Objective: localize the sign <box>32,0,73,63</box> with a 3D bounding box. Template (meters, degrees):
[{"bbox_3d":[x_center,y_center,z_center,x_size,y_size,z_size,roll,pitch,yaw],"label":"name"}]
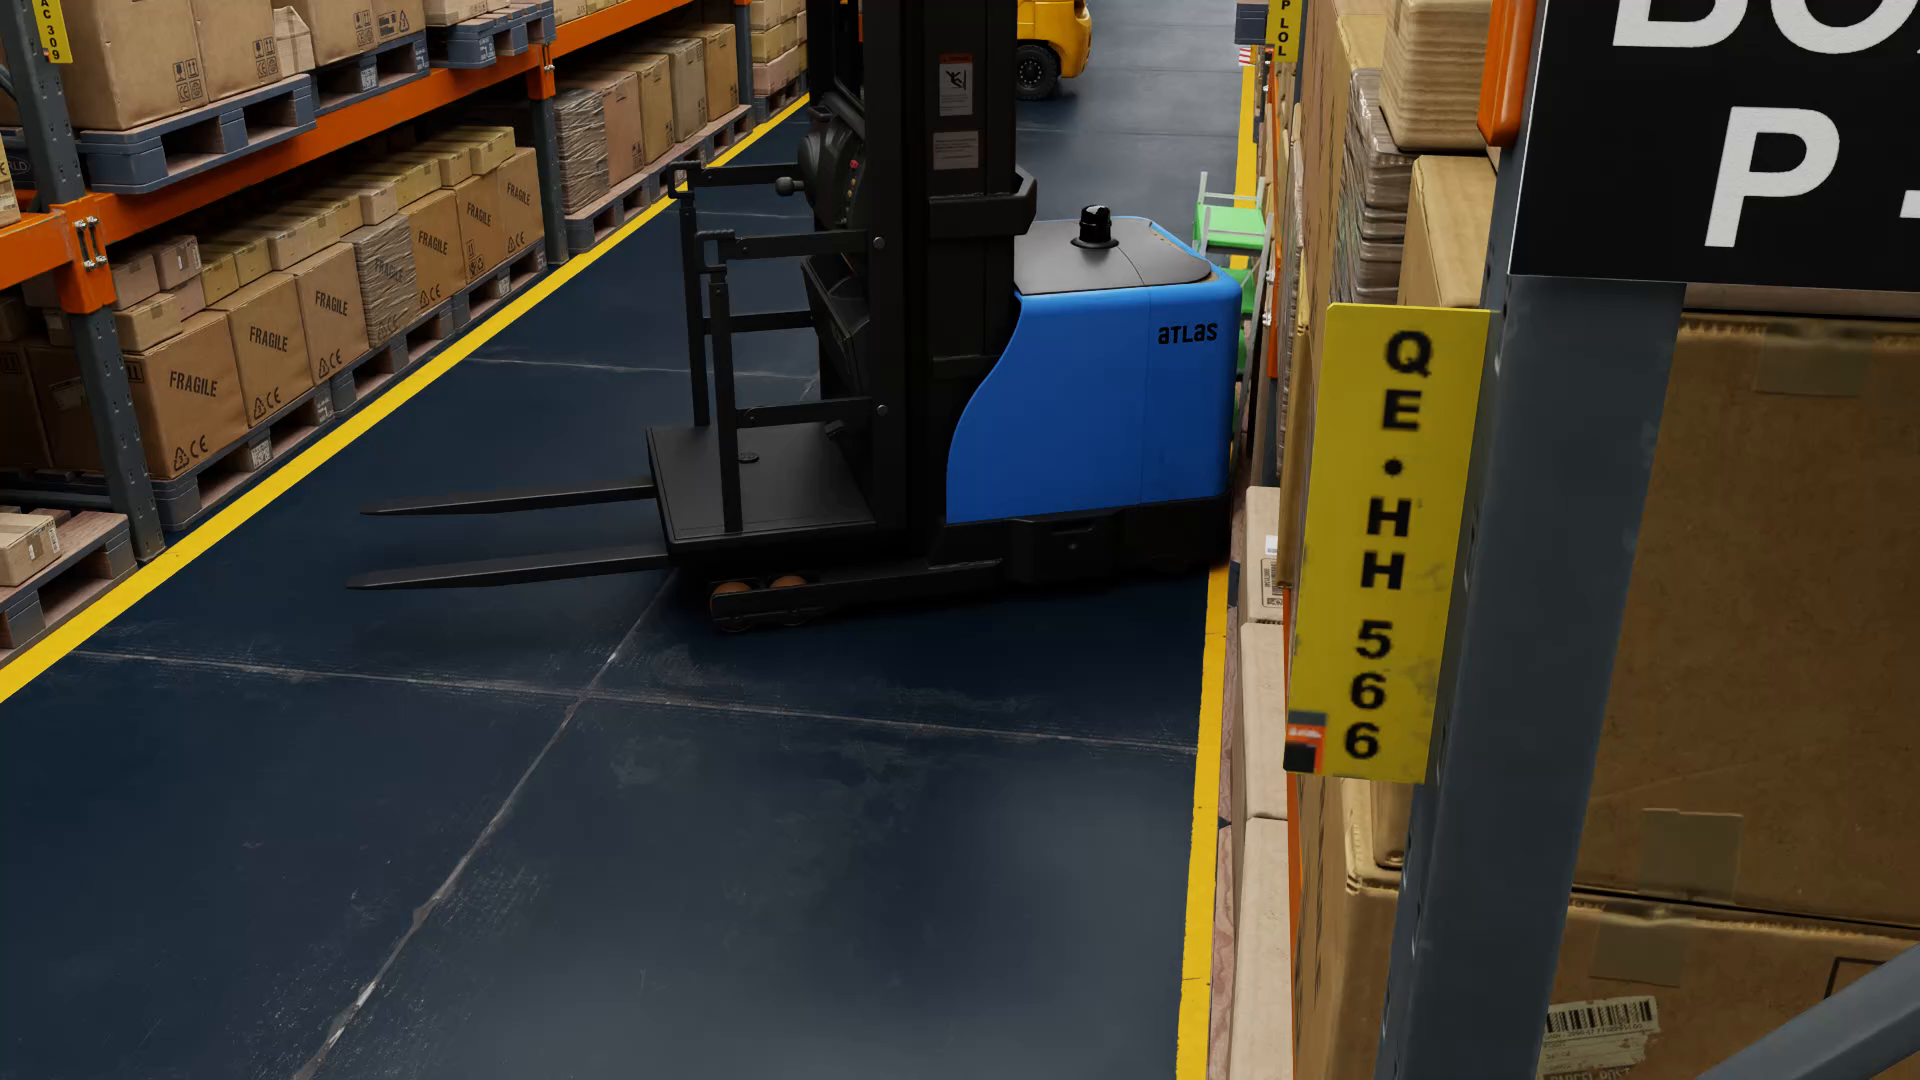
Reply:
[{"bbox_3d":[-2.908,-1.687,5.294,0.100,0.325,0.005,4,25,9],"label":"sign"}]

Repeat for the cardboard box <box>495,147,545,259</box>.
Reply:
[{"bbox_3d":[-2.648,-1.868,9.156,0.500,0.500,0.500,5,26,10],"label":"cardboard box"}]

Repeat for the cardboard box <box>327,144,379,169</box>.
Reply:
[{"bbox_3d":[-3.215,-1.938,8.541,0.380,0.149,0.250,4,25,9],"label":"cardboard box"}]

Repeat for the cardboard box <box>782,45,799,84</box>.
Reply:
[{"bbox_3d":[-1.664,-4.013,14.032,0.500,0.250,0.500,3,25,7],"label":"cardboard box"}]

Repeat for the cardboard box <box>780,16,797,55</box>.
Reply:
[{"bbox_3d":[-1.673,-4.238,13.924,0.500,0.250,0.500,4,25,8],"label":"cardboard box"}]

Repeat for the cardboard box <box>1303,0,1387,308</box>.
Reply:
[{"bbox_3d":[0.868,-0.667,2.840,0.500,0.500,0.500,4,25,8],"label":"cardboard box"}]

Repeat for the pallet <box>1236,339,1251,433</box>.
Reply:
[{"bbox_3d":[1.702,-0.563,7.205,1.003,0.211,1.213,4,25,9],"label":"pallet"}]

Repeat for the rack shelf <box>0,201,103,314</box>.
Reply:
[{"bbox_3d":[-3.771,-0.167,3.916,1.077,0.370,4.000,4,25,9],"label":"rack shelf"}]

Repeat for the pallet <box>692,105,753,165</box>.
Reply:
[{"bbox_3d":[-2.219,-3.101,12.626,1.003,0.211,1.213,4,25,9],"label":"pallet"}]

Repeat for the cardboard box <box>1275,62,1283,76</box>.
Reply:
[{"bbox_3d":[1.505,-1.988,6.547,0.500,0.250,0.500,4,25,9],"label":"cardboard box"}]

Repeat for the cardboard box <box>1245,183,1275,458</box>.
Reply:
[{"bbox_3d":[1.615,-0.858,6.555,0.875,0.875,0.875,5,26,10],"label":"cardboard box"}]

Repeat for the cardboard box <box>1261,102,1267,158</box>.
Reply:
[{"bbox_3d":[2.563,-2.812,11.324,0.950,0.372,0.625,6,26,12],"label":"cardboard box"}]

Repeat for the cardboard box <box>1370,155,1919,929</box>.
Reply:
[{"bbox_3d":[0.643,-0.030,1.478,0.500,0.500,0.500,5,26,10],"label":"cardboard box"}]

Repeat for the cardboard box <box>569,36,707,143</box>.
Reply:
[{"bbox_3d":[-2.346,-3.247,11.953,0.875,0.625,0.625,4,25,8],"label":"cardboard box"}]

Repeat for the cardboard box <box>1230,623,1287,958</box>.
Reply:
[{"bbox_3d":[1.099,0.613,3.929,0.875,0.438,0.875,3,25,7],"label":"cardboard box"}]

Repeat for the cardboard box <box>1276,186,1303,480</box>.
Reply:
[{"bbox_3d":[0.944,-0.436,3.525,0.500,0.500,0.500,4,25,9],"label":"cardboard box"}]

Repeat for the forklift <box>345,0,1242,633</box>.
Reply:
[{"bbox_3d":[-0.606,-1.264,5.493,3.031,2.935,1.130,-6,26,-13],"label":"forklift"}]

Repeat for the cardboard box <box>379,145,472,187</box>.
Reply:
[{"bbox_3d":[-2.722,-1.906,8.472,0.380,0.149,0.250,3,25,7],"label":"cardboard box"}]

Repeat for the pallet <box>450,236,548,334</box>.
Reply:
[{"bbox_3d":[-2.950,-1.429,9.055,1.003,0.211,1.213,4,25,9],"label":"pallet"}]

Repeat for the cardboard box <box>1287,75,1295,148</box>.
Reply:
[{"bbox_3d":[1.285,-1.346,5.175,0.500,0.250,0.500,4,25,8],"label":"cardboard box"}]

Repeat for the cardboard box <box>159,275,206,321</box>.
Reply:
[{"bbox_3d":[-3.155,-0.934,6.394,0.380,0.149,0.250,3,25,7],"label":"cardboard box"}]

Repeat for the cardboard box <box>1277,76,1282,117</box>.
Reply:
[{"bbox_3d":[1.621,-1.969,7.096,0.500,0.250,0.500,5,26,10],"label":"cardboard box"}]

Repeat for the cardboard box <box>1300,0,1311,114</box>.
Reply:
[{"bbox_3d":[1.136,-1.302,4.197,0.500,0.500,0.500,4,25,9],"label":"cardboard box"}]

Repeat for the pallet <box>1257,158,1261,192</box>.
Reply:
[{"bbox_3d":[2.438,-2.232,10.770,1.003,0.211,1.213,4,25,9],"label":"pallet"}]

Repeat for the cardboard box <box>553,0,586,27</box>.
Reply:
[{"bbox_3d":[-2.477,-3.103,9.517,0.500,0.250,0.500,4,25,9],"label":"cardboard box"}]

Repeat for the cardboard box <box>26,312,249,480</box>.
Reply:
[{"bbox_3d":[-3.144,-0.574,6.391,0.500,0.500,0.500,5,26,11],"label":"cardboard box"}]

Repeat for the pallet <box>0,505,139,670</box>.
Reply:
[{"bbox_3d":[-3.558,0.221,5.529,1.003,0.211,1.213,4,25,9],"label":"pallet"}]

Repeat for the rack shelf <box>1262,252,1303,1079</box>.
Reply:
[{"bbox_3d":[1.126,0.176,3.185,1.077,0.370,4.000,4,25,9],"label":"rack shelf"}]

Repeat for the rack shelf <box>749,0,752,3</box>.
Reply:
[{"bbox_3d":[-1.810,-5.186,14.639,1.077,0.370,4.000,4,25,9],"label":"rack shelf"}]

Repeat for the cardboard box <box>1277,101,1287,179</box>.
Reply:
[{"bbox_3d":[1.362,-1.337,5.744,0.500,0.250,0.500,4,25,8],"label":"cardboard box"}]

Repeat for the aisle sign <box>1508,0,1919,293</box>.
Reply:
[{"bbox_3d":[0.482,-0.482,0.676,0.394,0.787,0.004,4,25,9],"label":"aisle sign"}]

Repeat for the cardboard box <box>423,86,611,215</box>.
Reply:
[{"bbox_3d":[-2.675,-2.377,10.095,0.875,0.625,0.625,5,26,10],"label":"cardboard box"}]

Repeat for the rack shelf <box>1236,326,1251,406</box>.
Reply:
[{"bbox_3d":[0.970,-0.683,6.383,0.258,0.148,0.480,6,27,4],"label":"rack shelf"}]

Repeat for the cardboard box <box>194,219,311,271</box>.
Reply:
[{"bbox_3d":[-3.015,-1.259,7.090,0.380,0.149,0.250,4,25,8],"label":"cardboard box"}]

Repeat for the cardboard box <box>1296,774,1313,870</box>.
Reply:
[{"bbox_3d":[0.714,0.212,2.141,0.500,0.500,0.500,3,25,7],"label":"cardboard box"}]

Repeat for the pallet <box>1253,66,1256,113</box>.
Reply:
[{"bbox_3d":[3.032,-3.865,14.257,1.003,0.211,1.213,4,25,9],"label":"pallet"}]

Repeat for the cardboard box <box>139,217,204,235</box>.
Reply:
[{"bbox_3d":[-3.486,-1.288,7.151,0.380,0.149,0.250,5,25,10],"label":"cardboard box"}]

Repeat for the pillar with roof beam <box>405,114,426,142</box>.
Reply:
[{"bbox_3d":[0.780,-6.028,8.514,9.100,9.000,0.400,4,25,9],"label":"pillar with roof beam"}]

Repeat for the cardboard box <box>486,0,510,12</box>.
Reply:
[{"bbox_3d":[-2.520,-2.777,8.446,0.380,0.149,0.250,4,25,9],"label":"cardboard box"}]

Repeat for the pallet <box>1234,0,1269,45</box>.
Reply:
[{"bbox_3d":[2.118,-2.878,9.087,1.213,0.211,1.003,4,25,9],"label":"pallet"}]

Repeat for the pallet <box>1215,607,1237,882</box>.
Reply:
[{"bbox_3d":[1.251,0.589,4.743,1.003,0.211,1.213,4,25,9],"label":"pallet"}]

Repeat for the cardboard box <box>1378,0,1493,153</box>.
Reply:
[{"bbox_3d":[0.637,-0.491,1.699,0.380,0.149,0.250,4,25,8],"label":"cardboard box"}]

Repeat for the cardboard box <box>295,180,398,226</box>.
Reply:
[{"bbox_3d":[-2.866,-1.577,7.769,0.380,0.149,0.250,3,25,6],"label":"cardboard box"}]

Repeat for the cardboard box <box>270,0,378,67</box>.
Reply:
[{"bbox_3d":[-2.932,-2.296,7.004,0.700,0.500,0.500,4,25,8],"label":"cardboard box"}]

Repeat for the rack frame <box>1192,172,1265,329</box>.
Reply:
[{"bbox_3d":[0.998,-0.849,6.571,0.240,1.200,0.015,6,27,4],"label":"rack frame"}]

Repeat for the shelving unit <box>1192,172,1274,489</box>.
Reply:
[{"bbox_3d":[0.974,-0.739,6.354,0.258,1.200,0.503,6,27,4],"label":"shelving unit"}]

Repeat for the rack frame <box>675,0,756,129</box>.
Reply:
[{"bbox_3d":[-2.137,-4.675,12.699,1.000,3.000,0.127,4,25,9],"label":"rack frame"}]

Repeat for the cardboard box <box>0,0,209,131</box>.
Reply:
[{"bbox_3d":[-3.145,-1.751,5.840,0.700,0.500,0.500,5,25,10],"label":"cardboard box"}]

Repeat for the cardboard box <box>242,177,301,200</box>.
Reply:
[{"bbox_3d":[-3.342,-1.613,7.845,0.380,0.149,0.250,4,25,9],"label":"cardboard box"}]

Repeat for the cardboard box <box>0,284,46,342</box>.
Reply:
[{"bbox_3d":[-3.669,-0.855,6.226,0.380,0.149,0.250,3,25,6],"label":"cardboard box"}]

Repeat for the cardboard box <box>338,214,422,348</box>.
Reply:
[{"bbox_3d":[-2.889,-1.222,7.776,0.500,0.500,0.500,3,25,7],"label":"cardboard box"}]

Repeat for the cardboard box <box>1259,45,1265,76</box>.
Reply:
[{"bbox_3d":[2.592,-3.883,12.871,0.500,0.500,0.500,4,25,8],"label":"cardboard box"}]

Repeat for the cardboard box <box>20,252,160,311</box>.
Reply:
[{"bbox_3d":[-3.183,-0.951,6.081,0.380,0.149,0.250,4,25,8],"label":"cardboard box"}]

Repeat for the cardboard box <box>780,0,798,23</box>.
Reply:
[{"bbox_3d":[-1.655,-4.466,13.822,0.500,0.250,0.500,4,25,9],"label":"cardboard box"}]

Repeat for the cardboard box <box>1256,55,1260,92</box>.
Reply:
[{"bbox_3d":[2.669,-3.767,13.507,0.500,0.250,0.500,3,25,7],"label":"cardboard box"}]
